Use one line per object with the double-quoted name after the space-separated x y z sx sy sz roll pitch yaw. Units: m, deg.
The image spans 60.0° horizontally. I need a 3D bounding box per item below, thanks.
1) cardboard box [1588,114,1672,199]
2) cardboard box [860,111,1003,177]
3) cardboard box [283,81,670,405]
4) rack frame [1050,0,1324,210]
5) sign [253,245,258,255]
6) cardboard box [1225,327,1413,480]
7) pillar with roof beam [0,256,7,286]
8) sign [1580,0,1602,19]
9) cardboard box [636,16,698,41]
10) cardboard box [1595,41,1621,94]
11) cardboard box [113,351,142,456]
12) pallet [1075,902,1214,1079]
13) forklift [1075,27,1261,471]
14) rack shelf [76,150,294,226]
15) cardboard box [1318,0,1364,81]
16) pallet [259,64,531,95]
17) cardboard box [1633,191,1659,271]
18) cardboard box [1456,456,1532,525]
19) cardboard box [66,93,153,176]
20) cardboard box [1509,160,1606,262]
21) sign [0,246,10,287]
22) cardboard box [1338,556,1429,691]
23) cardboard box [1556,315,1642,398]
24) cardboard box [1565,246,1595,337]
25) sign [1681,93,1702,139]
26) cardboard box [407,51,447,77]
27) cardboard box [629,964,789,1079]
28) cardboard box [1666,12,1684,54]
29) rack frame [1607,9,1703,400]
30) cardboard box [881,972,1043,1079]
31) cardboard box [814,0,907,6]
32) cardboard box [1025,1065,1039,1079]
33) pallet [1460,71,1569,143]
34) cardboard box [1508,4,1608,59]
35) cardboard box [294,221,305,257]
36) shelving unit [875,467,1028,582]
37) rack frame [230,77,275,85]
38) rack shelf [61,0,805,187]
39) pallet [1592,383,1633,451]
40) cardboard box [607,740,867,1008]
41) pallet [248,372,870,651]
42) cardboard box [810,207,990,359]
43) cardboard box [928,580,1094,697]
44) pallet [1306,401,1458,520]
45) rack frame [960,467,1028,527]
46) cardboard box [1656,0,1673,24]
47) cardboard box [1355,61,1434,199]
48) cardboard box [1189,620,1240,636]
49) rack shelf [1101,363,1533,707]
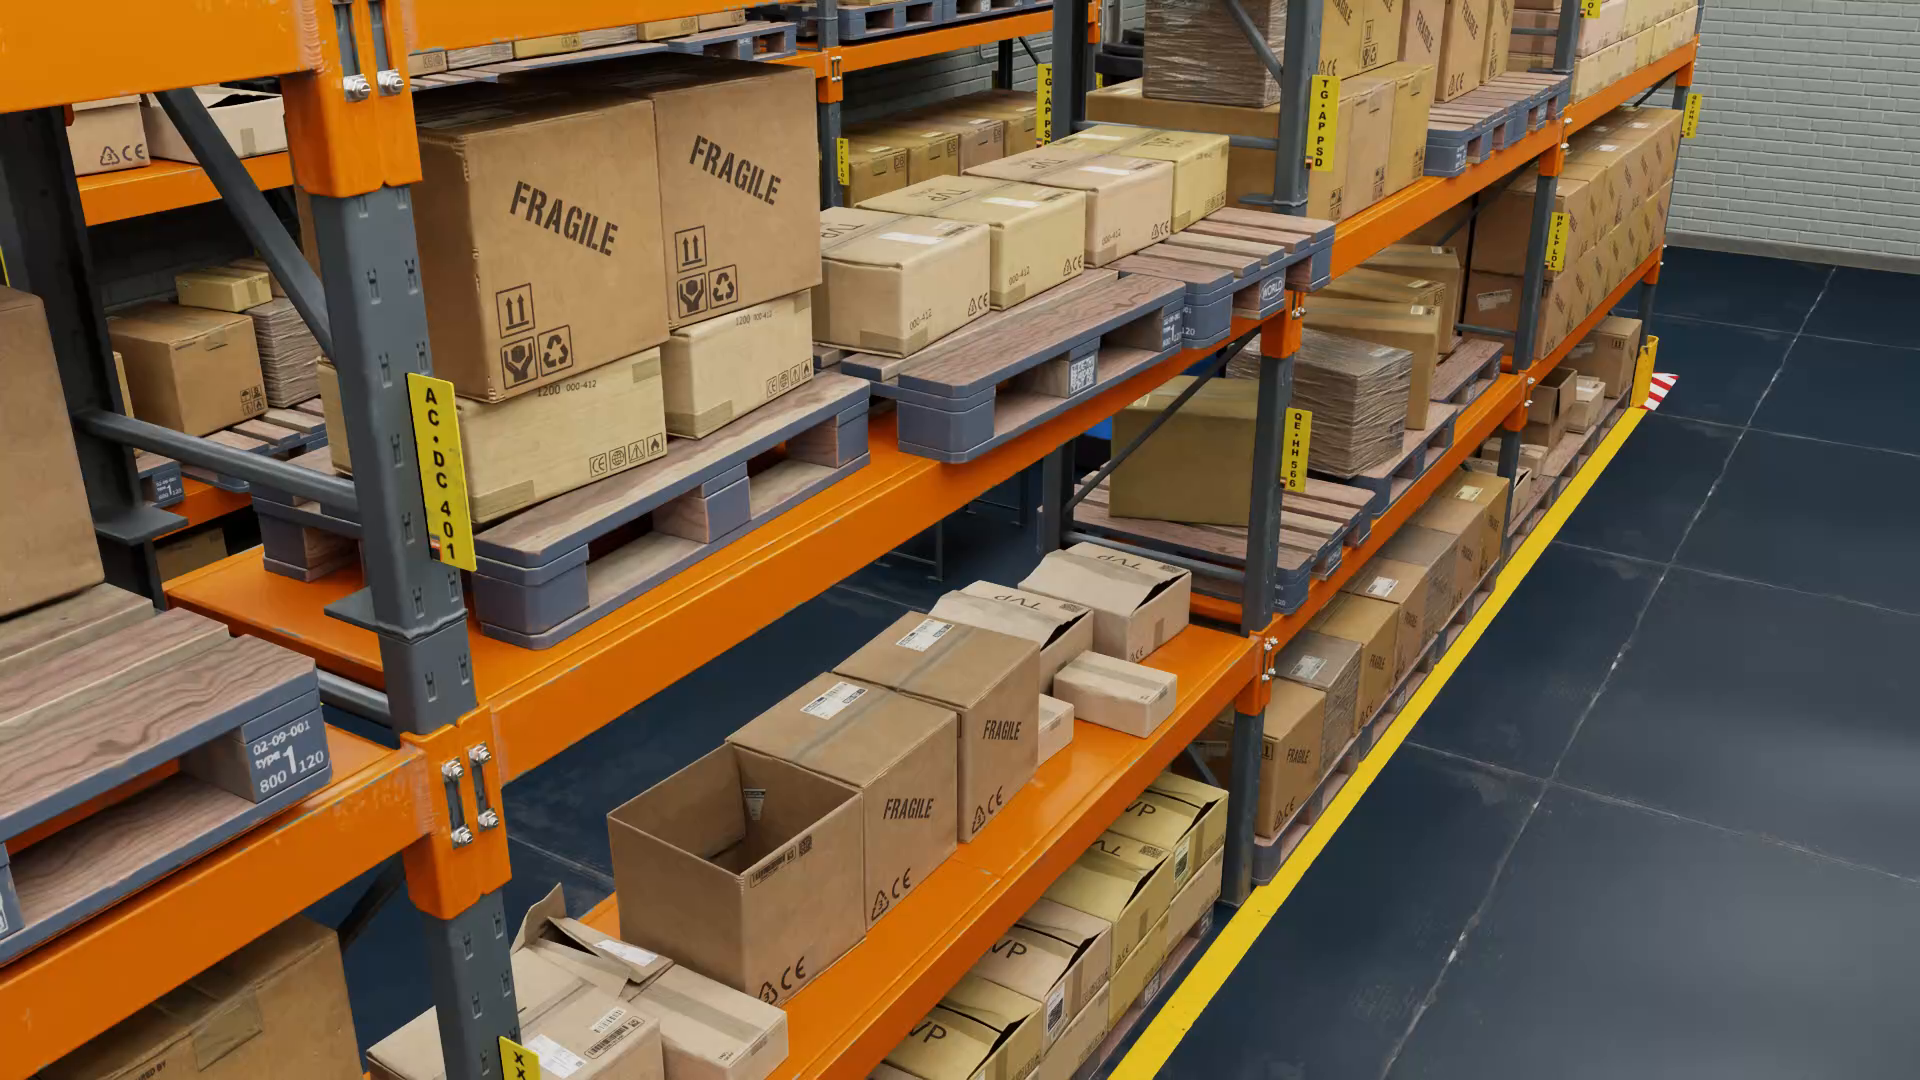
4.752 -2.749 11.941 0.500 0.500 0.500 15 27 30 "cardboard box"
-0.237 -3.120 13.804 0.980 0.700 0.700 12 26 26 "cardboard box"
-0.953 -0.617 3.341 0.500 0.500 0.500 14 27 30 "cardboard box"
0.799 -2.676 5.605 1.000 3.000 0.127 14 27 29 "rack frame"
-3.885 -1.606 9.228 0.100 0.325 0.005 14 27 29 "sign"
1.680 -0.666 7.859 0.700 0.500 0.500 20 31 39 "cardboard box"
-1.175 -2.553 5.321 9.100 9.000 0.400 14 27 29 "pillar with roof beam"
3.382 -2.953 8.872 0.100 0.325 0.005 14 27 29 "sign"
-2.098 -3.459 10.509 0.700 0.500 0.500 13 27 28 "cardboard box"
3.642 -2.861 9.996 0.500 0.250 0.500 14 27 29 "cardboard box"
-4.290 -0.622 7.731 0.700 0.500 0.500 14 27 29 "cardboard box"
0.331 1.626 6.727 1.003 0.211 1.213 14 27 29 "pallet"
1.732 -2.290 12.351 1.130 2.935 3.031 16 28 32 "forklift"
-4.467 -1.331 7.179 1.077 0.370 4.000 14 27 29 "rack shelf"
1.303 -2.122 6.717 0.500 0.500 0.500 14 27 29 "cardboard box"
-3.117 -2.478 9.161 1.213 0.211 1.003 15 28 31 "pallet"
4.743 -2.285 12.127 0.500 0.500 0.500 14 27 29 "cardboard box"
3.314 -0.337 10.584 0.500 0.311 0.500 14 27 29 "cardboard box"
-4.174 -1.975 7.605 0.797 0.503 0.637 18 29 36 "cardboard box"
3.668 -2.052 10.330 0.500 0.500 0.500 13 27 27 "cardboard box"
-1.778 -0.442 3.172 0.100 0.325 0.005 14 27 29 "sign"
2.093 0.405 8.631 0.500 0.500 0.500 13 27 27 "cardboard box"
4.941 -1.443 12.900 0.500 0.500 0.500 14 27 29 "cardboard box"
3.676 -1.607 10.561 0.500 0.500 0.500 14 27 30 "cardboard box"
5.479 -3.176 12.456 0.100 0.325 0.005 14 27 29 "sign"
-3.210 -2.757 8.887 0.700 0.500 0.500 12 26 25 "cardboard box"
-0.670 1.286 4.320 0.380 0.149 0.250 14 27 29 "cardboard box"
4.698 -3.536 11.555 0.500 0.250 0.500 14 27 29 "cardboard box"
5.018 -2.623 13.034 1.000 3.000 0.127 14 27 29 "rack frame"
-0.072 1.632 5.430 0.500 0.311 0.500 15 27 30 "cardboard box"
-0.713 -4.034 12.052 0.500 0.250 0.500 14 27 29 "cardboard box"
-0.077 1.893 5.534 0.500 0.250 0.500 14 27 30 "cardboard box"
2.505 -2.358 8.882 1.213 0.211 1.003 14 27 29 "pallet"
3.376 -2.922 9.508 0.500 0.250 0.500 14 27 29 "cardboard box"
-3.393 -1.703 9.439 0.500 0.250 0.500 15 27 30 "cardboard box"
-0.045 -0.659 10.386 0.538 1.500 1.048 14 27 29 "shelving unit"
-3.412 -3.713 8.000 1.000 3.000 0.127 14 27 29 "rack frame"
-0.256 -1.487 4.268 1.077 0.370 4.000 14 27 29 "rack shelf"
4.559 -1.048 12.906 1.003 0.211 1.213 14 27 29 "pallet"
-0.615 0.948 4.660 0.500 0.500 0.500 16 28 33 "cardboard box"
-0.857 -0.162 3.814 0.805 0.209 1.217 13 26 27 "pallet"
-0.251 -0.706 4.489 0.500 0.250 0.500 11 26 25 "cardboard box"
0.162 0.379 6.211 0.500 0.311 0.500 14 27 28 "cardboard box"
1.820 -0.492 8.353 1.003 0.211 1.213 14 27 29 "pallet"
0.223 -0.831 10.782 0.500 1.500 0.032 14 27 29 "rack frame"
4.434 -3.597 11.066 0.500 0.250 0.500 14 27 29 "cardboard box"
1.543 -1.847 7.340 0.910 0.500 0.500 14 27 29 "cardboard box"
1.119 0.293 7.945 0.500 0.250 0.500 15 28 31 "cardboard box"
1.854 -0.268 8.499 1.077 0.370 4.000 14 27 29 "rack shelf"
